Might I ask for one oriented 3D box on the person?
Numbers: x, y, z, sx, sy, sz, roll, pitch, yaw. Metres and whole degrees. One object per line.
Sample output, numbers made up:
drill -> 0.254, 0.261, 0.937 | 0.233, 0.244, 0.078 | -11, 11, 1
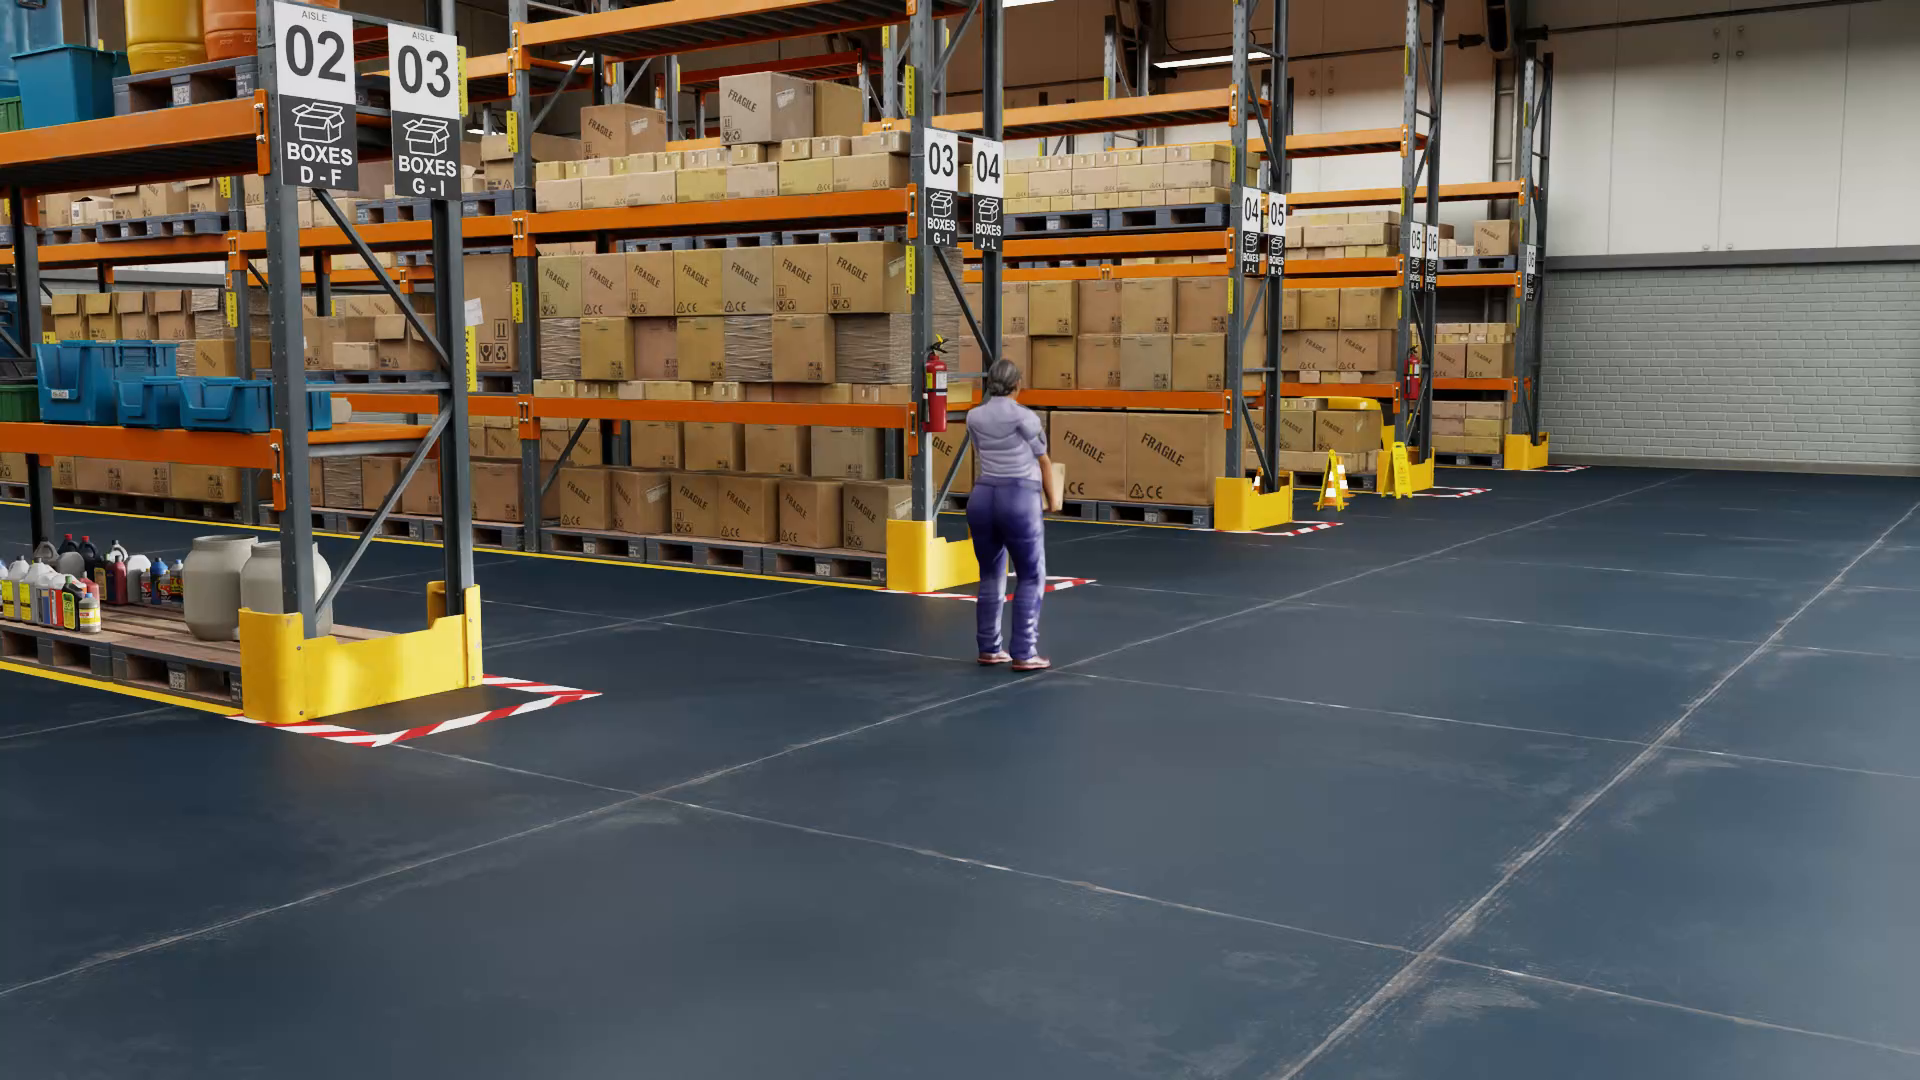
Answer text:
person -> 0.283, -0.141, 8.875 | 0.435, 1.647, 0.524 | 4, 8, 33
